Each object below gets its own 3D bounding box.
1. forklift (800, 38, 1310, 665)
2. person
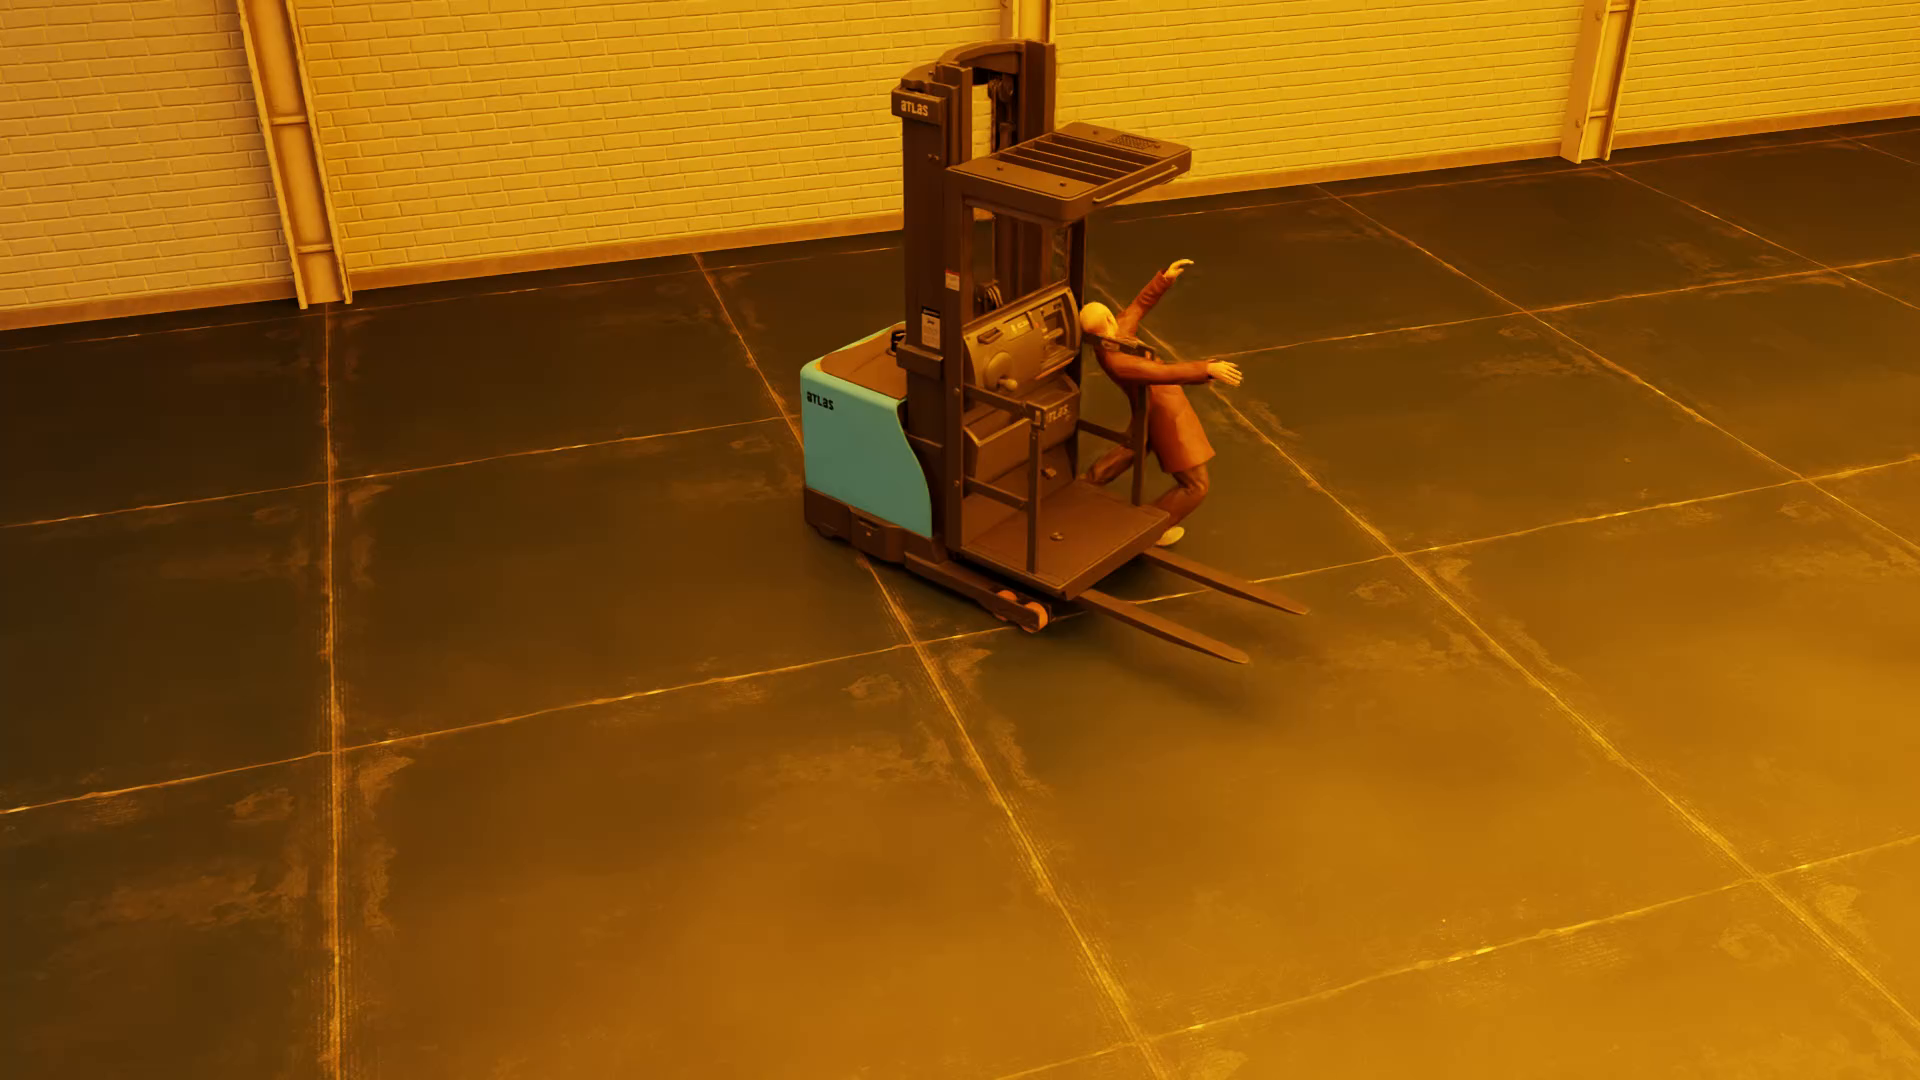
[{"bbox_3d":[0.507,-1.058,8.926,3.031,2.935,1.130,23,37,34],"label":"forklift"},{"bbox_3d":[1.118,-0.689,9.519,0.699,1.640,1.107,-12,32,-19],"label":"person"}]
